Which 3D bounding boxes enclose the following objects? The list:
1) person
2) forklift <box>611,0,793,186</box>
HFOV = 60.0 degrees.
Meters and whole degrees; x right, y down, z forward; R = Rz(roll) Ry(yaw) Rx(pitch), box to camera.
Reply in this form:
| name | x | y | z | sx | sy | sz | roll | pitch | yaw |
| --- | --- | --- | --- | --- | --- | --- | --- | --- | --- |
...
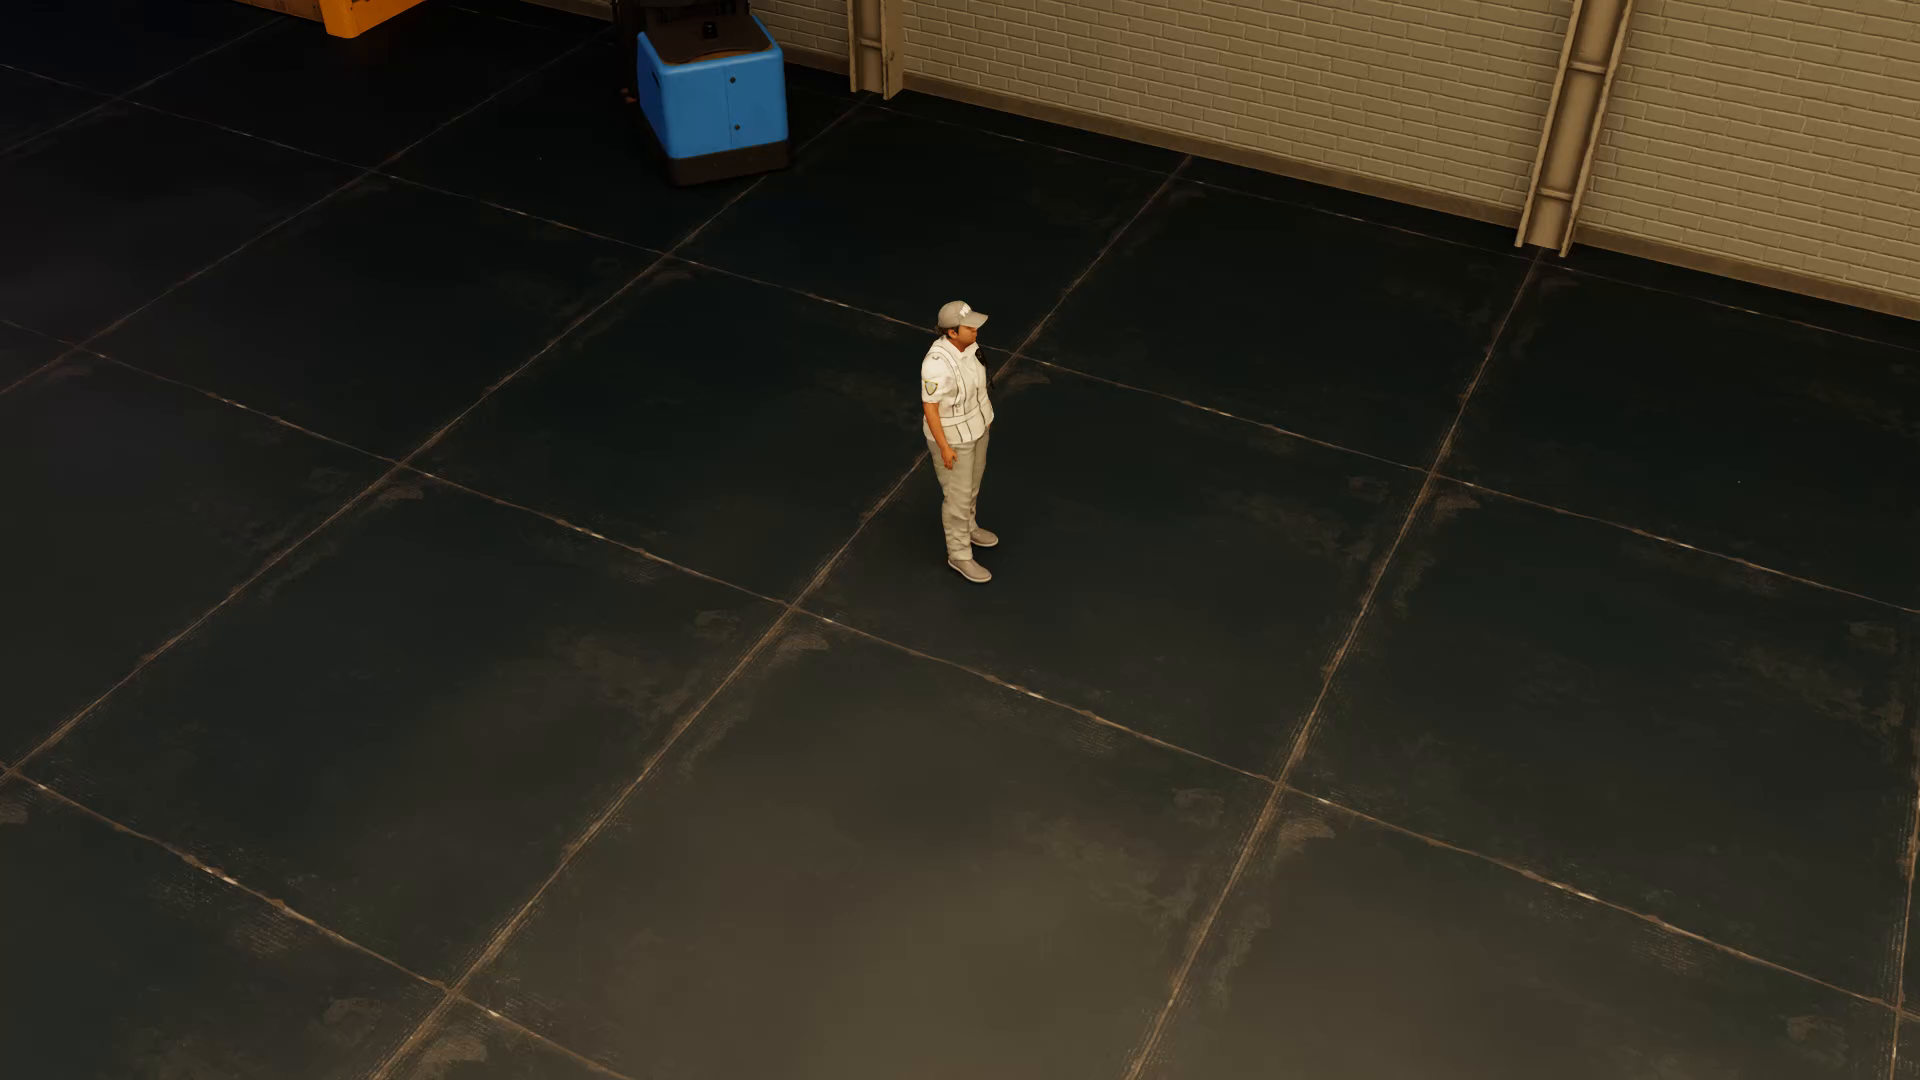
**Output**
| name | x | y | z | sx | sy | sz | roll | pitch | yaw |
| --- | --- | --- | --- | --- | --- | --- | --- | --- | --- |
| person | 0.057 | -0.607 | 9.678 | 0.529 | 1.670 | 0.598 | 18 | 43 | 21 |
| forklift | -2.411 | -4.964 | 13.881 | 1.130 | 2.935 | 3.031 | -14 | 42 | -16 |
